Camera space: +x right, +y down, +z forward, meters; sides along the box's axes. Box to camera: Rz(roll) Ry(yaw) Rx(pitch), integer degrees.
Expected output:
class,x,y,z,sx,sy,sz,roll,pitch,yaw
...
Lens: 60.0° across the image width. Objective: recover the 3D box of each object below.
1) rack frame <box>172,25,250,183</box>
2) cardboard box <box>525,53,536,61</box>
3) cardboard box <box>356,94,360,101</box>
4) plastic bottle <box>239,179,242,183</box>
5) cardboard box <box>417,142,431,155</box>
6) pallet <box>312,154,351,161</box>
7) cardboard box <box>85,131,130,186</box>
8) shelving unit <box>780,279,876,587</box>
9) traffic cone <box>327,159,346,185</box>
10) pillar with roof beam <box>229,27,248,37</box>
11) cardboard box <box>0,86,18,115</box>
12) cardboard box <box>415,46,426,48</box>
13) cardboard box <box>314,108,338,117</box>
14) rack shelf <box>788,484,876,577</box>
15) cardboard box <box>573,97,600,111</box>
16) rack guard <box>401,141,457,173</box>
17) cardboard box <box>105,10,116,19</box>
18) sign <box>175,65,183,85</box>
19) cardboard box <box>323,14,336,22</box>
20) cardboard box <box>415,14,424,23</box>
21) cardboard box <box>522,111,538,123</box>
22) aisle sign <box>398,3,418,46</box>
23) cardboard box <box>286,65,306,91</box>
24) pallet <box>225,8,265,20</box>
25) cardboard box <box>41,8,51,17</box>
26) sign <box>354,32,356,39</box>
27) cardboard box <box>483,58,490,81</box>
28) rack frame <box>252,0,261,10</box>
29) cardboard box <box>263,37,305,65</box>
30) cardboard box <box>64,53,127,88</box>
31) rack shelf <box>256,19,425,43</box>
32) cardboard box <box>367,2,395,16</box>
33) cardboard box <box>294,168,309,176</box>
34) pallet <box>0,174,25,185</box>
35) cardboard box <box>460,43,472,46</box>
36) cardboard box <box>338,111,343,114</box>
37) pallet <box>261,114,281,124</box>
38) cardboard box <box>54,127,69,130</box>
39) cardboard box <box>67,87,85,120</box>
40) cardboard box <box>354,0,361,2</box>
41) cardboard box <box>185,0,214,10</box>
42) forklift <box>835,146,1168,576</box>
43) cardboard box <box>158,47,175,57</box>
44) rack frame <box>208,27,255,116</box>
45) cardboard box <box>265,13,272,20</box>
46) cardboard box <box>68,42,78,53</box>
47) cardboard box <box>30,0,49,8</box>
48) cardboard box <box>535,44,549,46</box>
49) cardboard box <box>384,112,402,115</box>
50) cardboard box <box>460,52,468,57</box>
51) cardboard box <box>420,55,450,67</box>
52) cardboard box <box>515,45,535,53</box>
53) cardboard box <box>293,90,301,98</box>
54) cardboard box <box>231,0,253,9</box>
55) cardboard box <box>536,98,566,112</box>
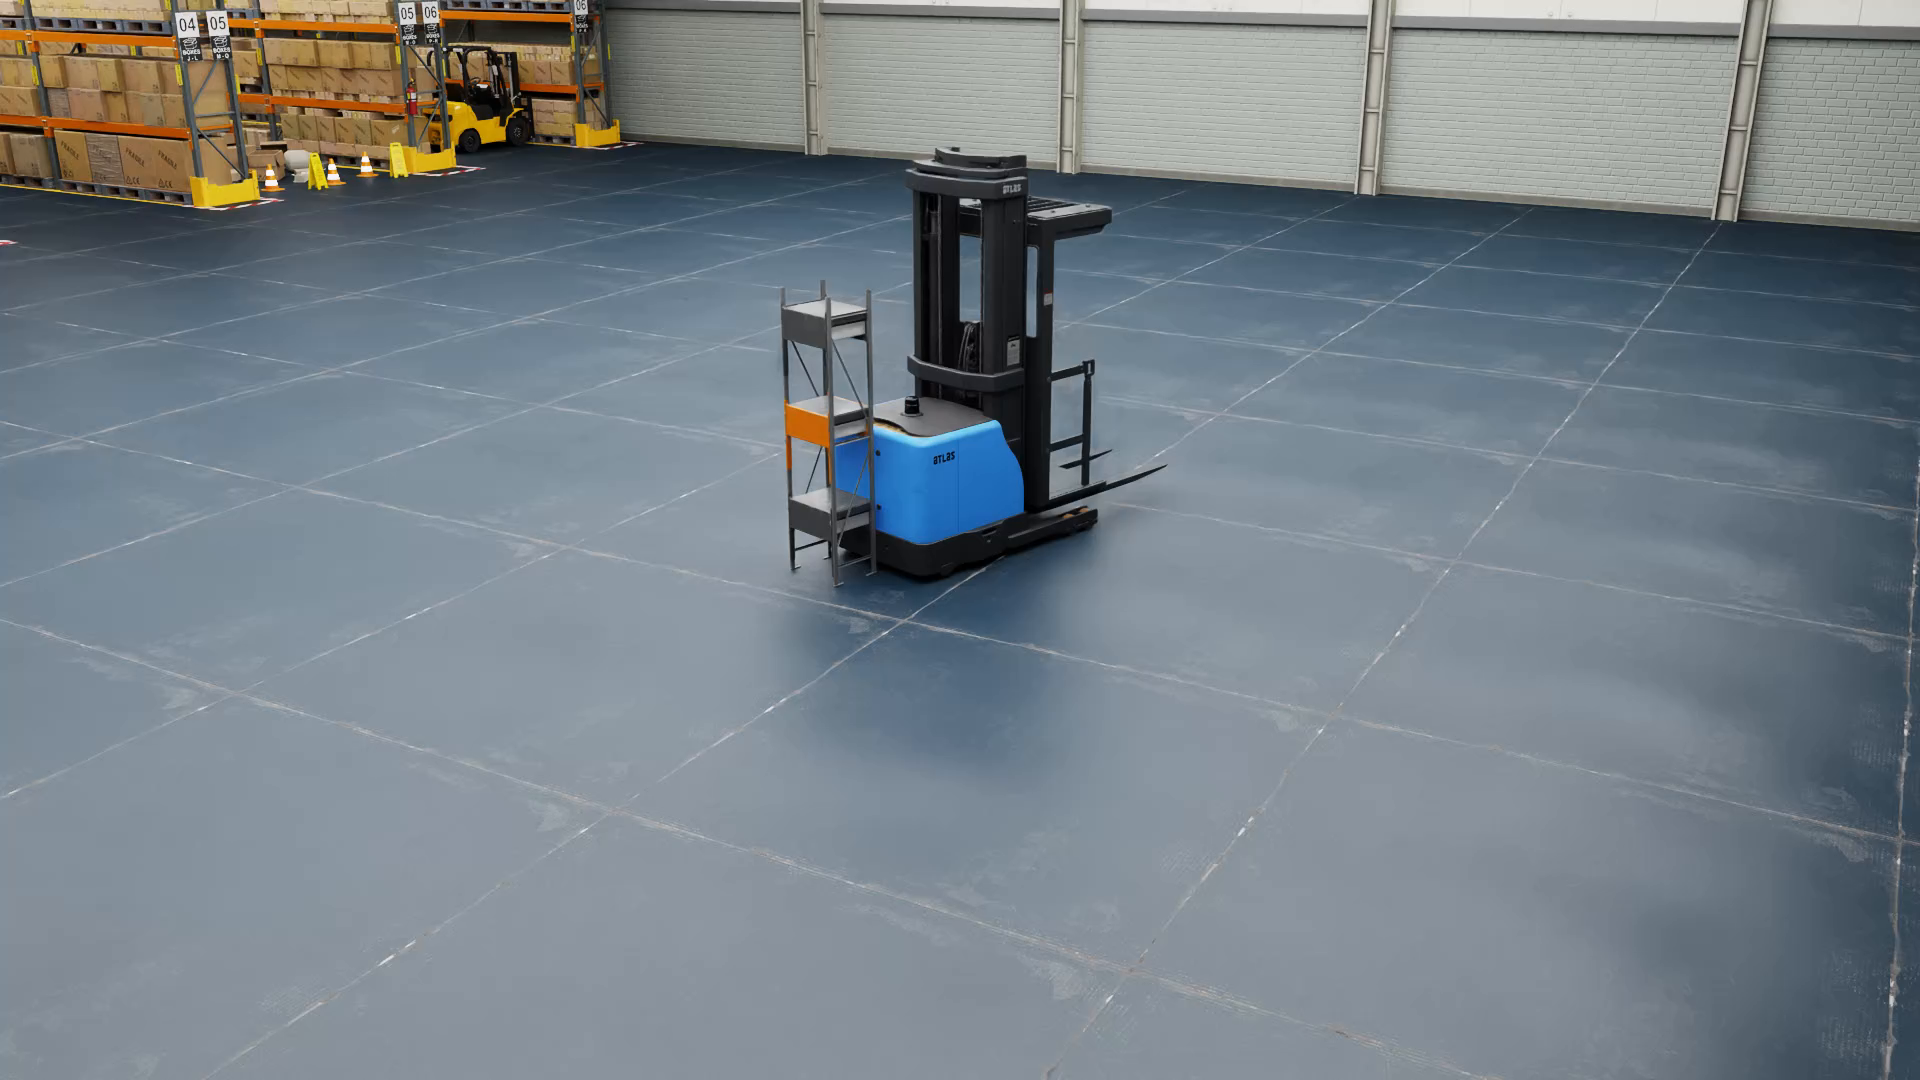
class,x,y,z,sx,sy,sz,roll,pitch,yaw
rack frame,-12.892,-7.346,28.717,0.127,3.000,1.000,11,23,27
cardboard box,-9.490,-10.811,37.171,0.250,0.149,0.380,10,22,26
cardboard box,-11.880,-8.893,33.350,0.250,0.149,0.380,11,23,28
plastic bottle,-13.586,-6.823,31.586,0.283,0.061,0.133,3,20,9
cardboard box,-11.136,-7.957,33.819,0.500,0.250,0.500,11,22,27
pallet,-13.455,-8.089,34.856,1.213,0.211,1.003,11,23,27
cardboard box,-15.081,-6.935,30.085,0.875,0.875,0.875,11,23,28
shelving unit,-0.932,-0.755,11.867,0.431,2.100,0.503,-19,27,-41
traffic cone,-11.815,-6.944,31.329,0.334,0.463,0.336,11,23,27
pillar with roof beam,-20.893,-14.233,38.905,0.400,9.000,9.100,11,23,27
cardboard box,-17.411,-8.149,30.785,0.500,0.500,0.500,11,22,27
cardboard box,-12.708,-11.641,39.460,0.250,0.149,0.380,11,23,27
cardboard box,-12.909,-8.718,33.864,0.250,0.149,0.380,12,23,30
rack shelf,-0.932,-0.084,12.111,0.431,0.518,0.480,-19,27,-41
cardboard box,-8.476,-9.825,37.503,0.500,0.250,0.500,10,22,26
rack guard,-10.633,-7.674,33.286,0.348,0.500,1.175,11,23,27
cardboard box,-14.457,-9.048,28.616,0.250,0.149,0.380,11,23,28
sign,-13.169,-7.842,28.040,0.005,0.325,0.100,11,23,27
cardboard box,-12.377,-10.346,32.958,0.250,0.149,0.380,10,22,27
cardboard box,-10.698,-10.280,32.775,0.250,0.149,0.380,11,23,27
cardboard box,-9.620,-9.608,37.638,0.500,0.250,0.500,10,22,26
aisle sign,-10.654,-9.961,32.116,0.004,0.787,0.394,11,23,27
cardboard box,-13.361,-9.455,33.950,0.500,0.500,0.500,11,23,27
pallet,-14.545,-10.957,34.550,1.003,0.211,1.213,11,23,27
cardboard box,-16.005,-9.343,29.430,0.250,0.149,0.380,11,23,28
sign,-14.865,-12.355,40.828,0.005,0.325,0.100,11,23,27
cardboard box,-10.476,-10.709,37.843,0.500,0.500,0.500,11,22,27
rack frame,-14.058,-12.321,33.636,0.127,3.000,1.000,11,23,27
cardboard box,-13.780,-10.020,34.041,0.500,0.500,0.700,11,22,27
cardboard box,-15.542,-8.461,29.987,0.550,0.550,0.875,11,23,27
rack shelf,-12.312,-10.241,33.353,4.000,0.370,1.077,11,23,27
cardboard box,-11.145,-10.320,32.302,0.500,0.250,0.500,10,22,27
cardboard box,-12.695,-7.112,32.254,0.380,0.149,0.250,-11,23,-29
pallet,-18.164,-7.008,31.876,1.213,0.211,1.003,11,23,27
cardboard box,-11.226,-11.319,38.135,0.250,0.149,0.380,11,23,28
cardboard box,-12.966,-8.656,34.646,0.500,0.500,0.500,11,23,28
pallet,-16.827,-10.672,41.977,1.213,0.211,1.003,11,23,27
cardboard box,-20.462,-9.951,38.399,0.875,0.875,0.875,12,23,29
cardboard box,-15.565,-7.939,30.132,0.550,0.550,0.875,11,23,27
cardboard box,-11.640,-10.620,32.544,0.250,0.149,0.380,11,23,28
cardboard box,-13.188,-9.226,28.523,0.500,0.250,0.500,11,23,27
forklift,0.443,-1.527,12.777,3.031,2.935,1.130,-19,27,-41
cardboard box,-16.812,-10.322,35.724,0.500,0.500,0.500,12,23,30
rack frame,-18.625,-12.310,42.402,0.127,3.000,1.000,11,23,27
cardboard box,-13.904,-10.667,33.843,0.250,0.149,0.380,10,22,26
cardboard box,-19.450,-10.945,37.027,0.500,0.500,0.500,10,22,26
cardboard box,-16.094,-9.570,29.471,0.500,0.250,0.500,11,23,28
cardboard box,-9.419,-11.174,37.736,0.250,0.149,0.380,10,22,26
cardboard box,-13.433,-10.400,40.003,0.625,0.625,0.875,10,22,25
cardboard box,-11.264,-11.158,38.127,0.250,0.149,0.380,11,23,29
cardboard box,-12.194,-11.150,38.690,0.500,0.250,0.500,10,22,26
cardboard box,-9.728,-10.985,37.216,0.250,0.149,0.380,11,23,28
cardboard box,-13.447,-9.174,34.124,0.250,0.149,0.380,11,23,27
cardboard box,-14.639,-11.092,34.250,0.500,0.250,0.500,10,22,26
cardboard box,-9.152,-9.756,37.312,0.500,0.250,0.500,11,23,28
